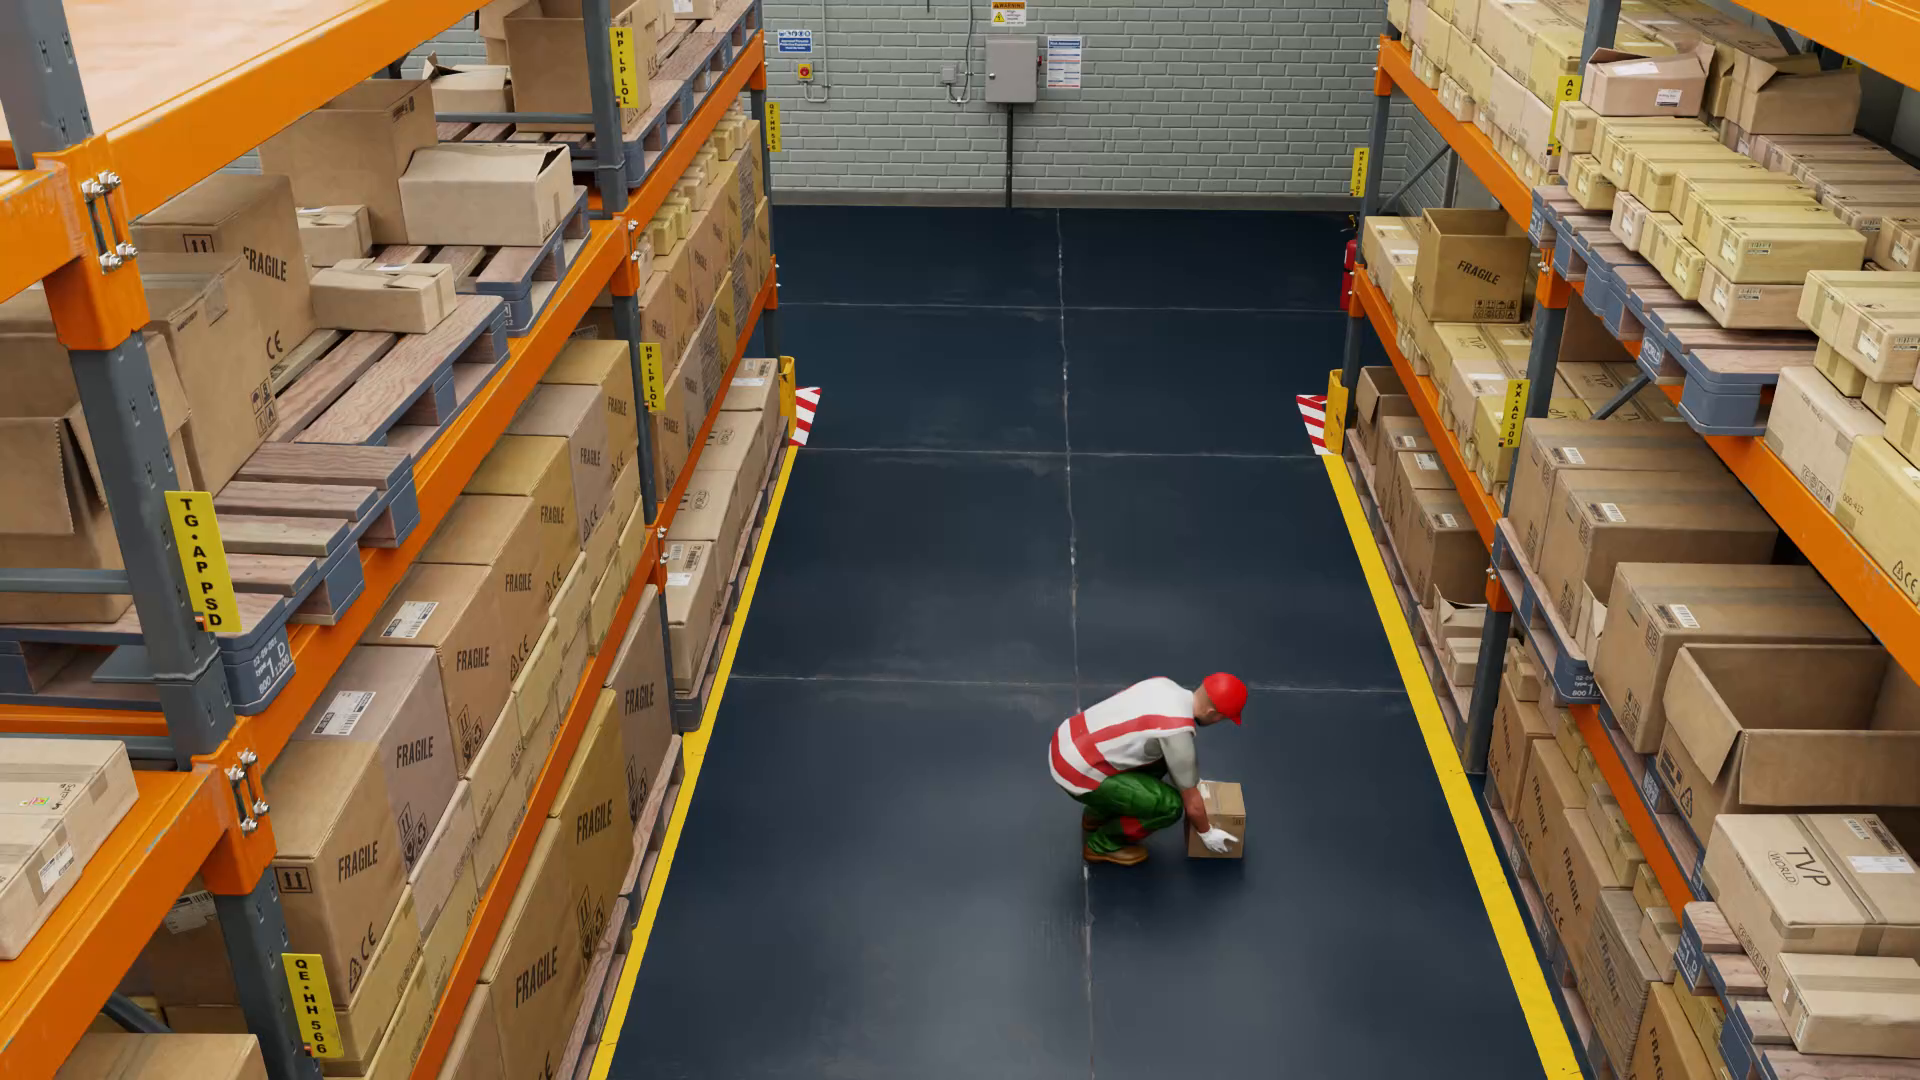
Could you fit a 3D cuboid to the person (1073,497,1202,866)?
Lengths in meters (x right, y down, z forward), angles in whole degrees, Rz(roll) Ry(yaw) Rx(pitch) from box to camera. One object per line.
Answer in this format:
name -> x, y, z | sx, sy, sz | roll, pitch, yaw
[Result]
person -> 0.775, 0.621, 7.419 | 0.573, 1.782, 0.493 | 1, 28, 2
